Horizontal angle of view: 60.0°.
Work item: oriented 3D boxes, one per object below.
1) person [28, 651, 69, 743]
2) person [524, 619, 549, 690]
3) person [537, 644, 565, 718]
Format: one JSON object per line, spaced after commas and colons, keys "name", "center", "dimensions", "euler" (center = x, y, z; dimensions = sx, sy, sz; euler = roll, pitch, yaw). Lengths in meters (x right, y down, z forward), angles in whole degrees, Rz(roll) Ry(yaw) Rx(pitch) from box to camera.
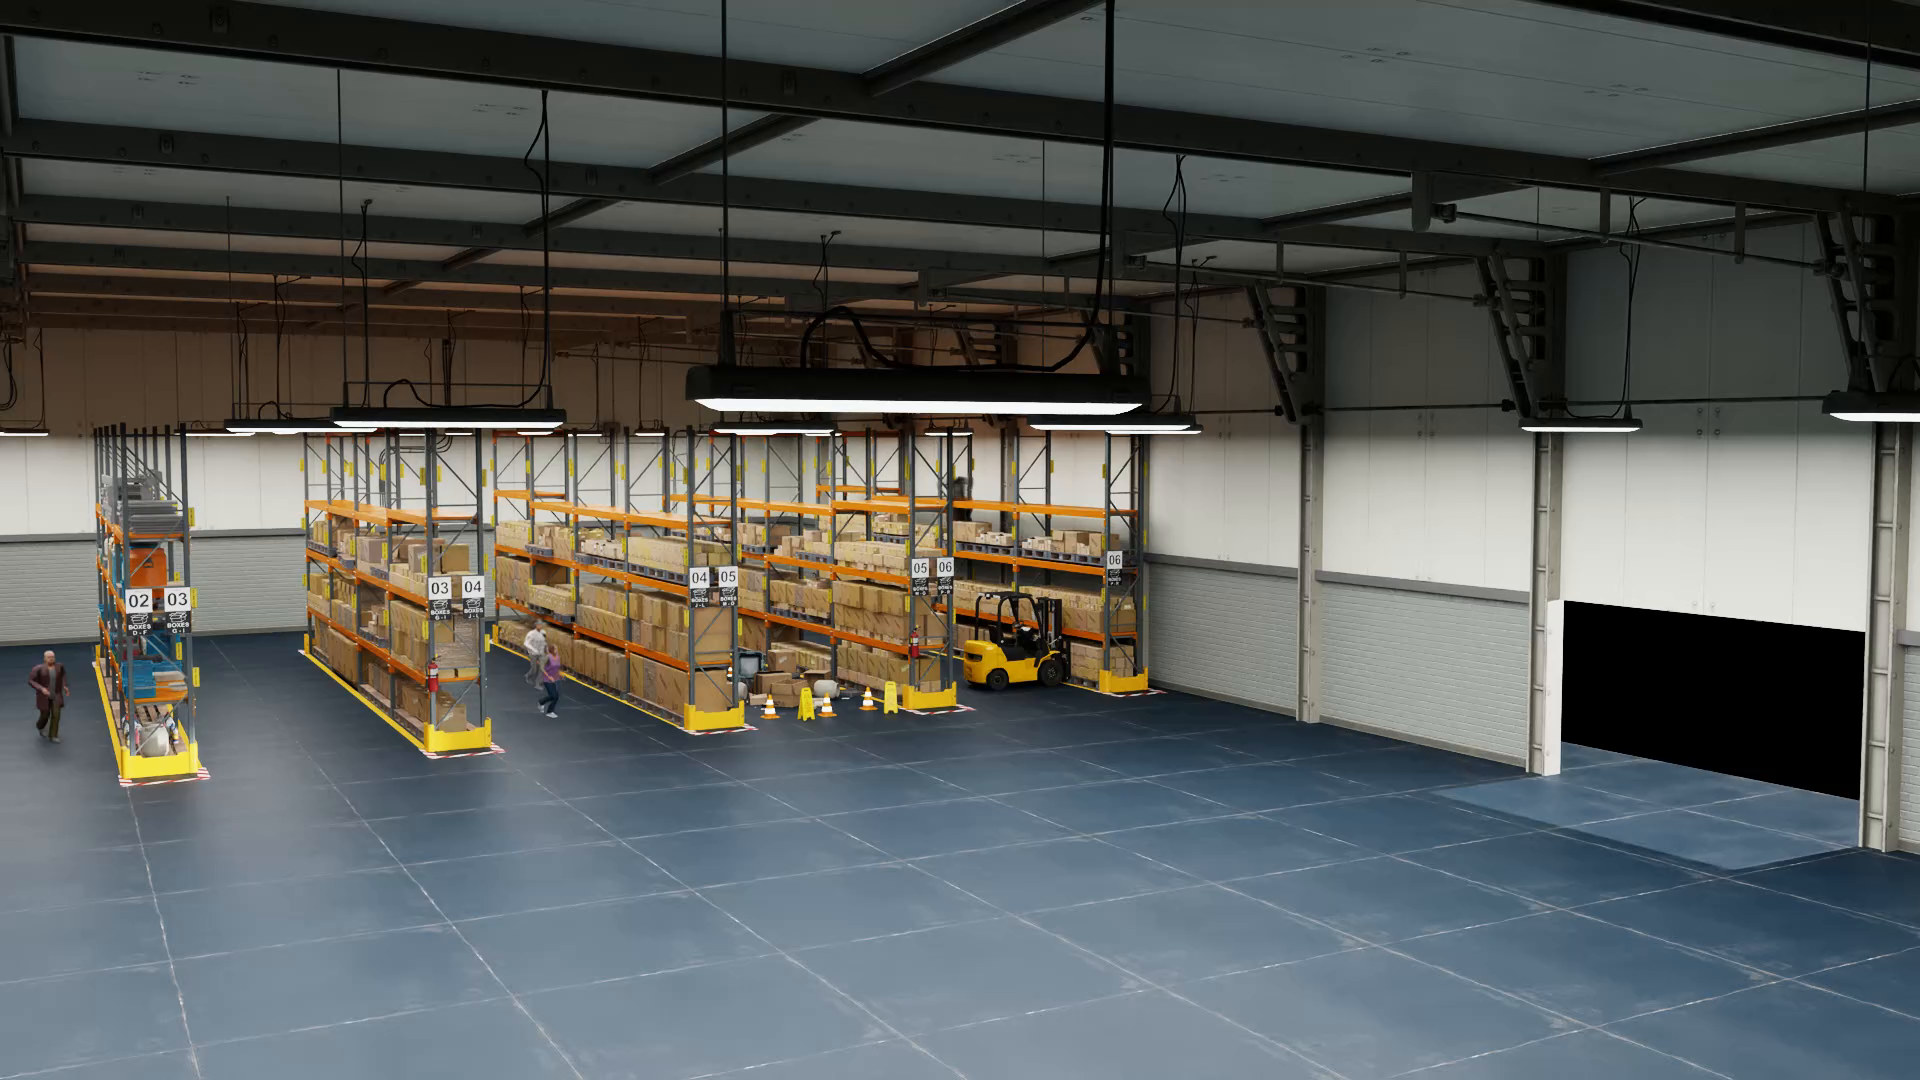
{"name": "person", "center": [-17.303, 2.951, 31.520], "dimensions": [0.703, 1.738, 0.899], "euler": [-3, 5, -43]}
{"name": "person", "center": [-9.748, 2.608, 38.188], "dimensions": [0.609, 1.636, 0.717], "euler": [-3, 4, -39]}
{"name": "person", "center": [-8.469, 2.891, 34.252], "dimensions": [0.575, 1.534, 0.539], "euler": [2, 4, 34]}
